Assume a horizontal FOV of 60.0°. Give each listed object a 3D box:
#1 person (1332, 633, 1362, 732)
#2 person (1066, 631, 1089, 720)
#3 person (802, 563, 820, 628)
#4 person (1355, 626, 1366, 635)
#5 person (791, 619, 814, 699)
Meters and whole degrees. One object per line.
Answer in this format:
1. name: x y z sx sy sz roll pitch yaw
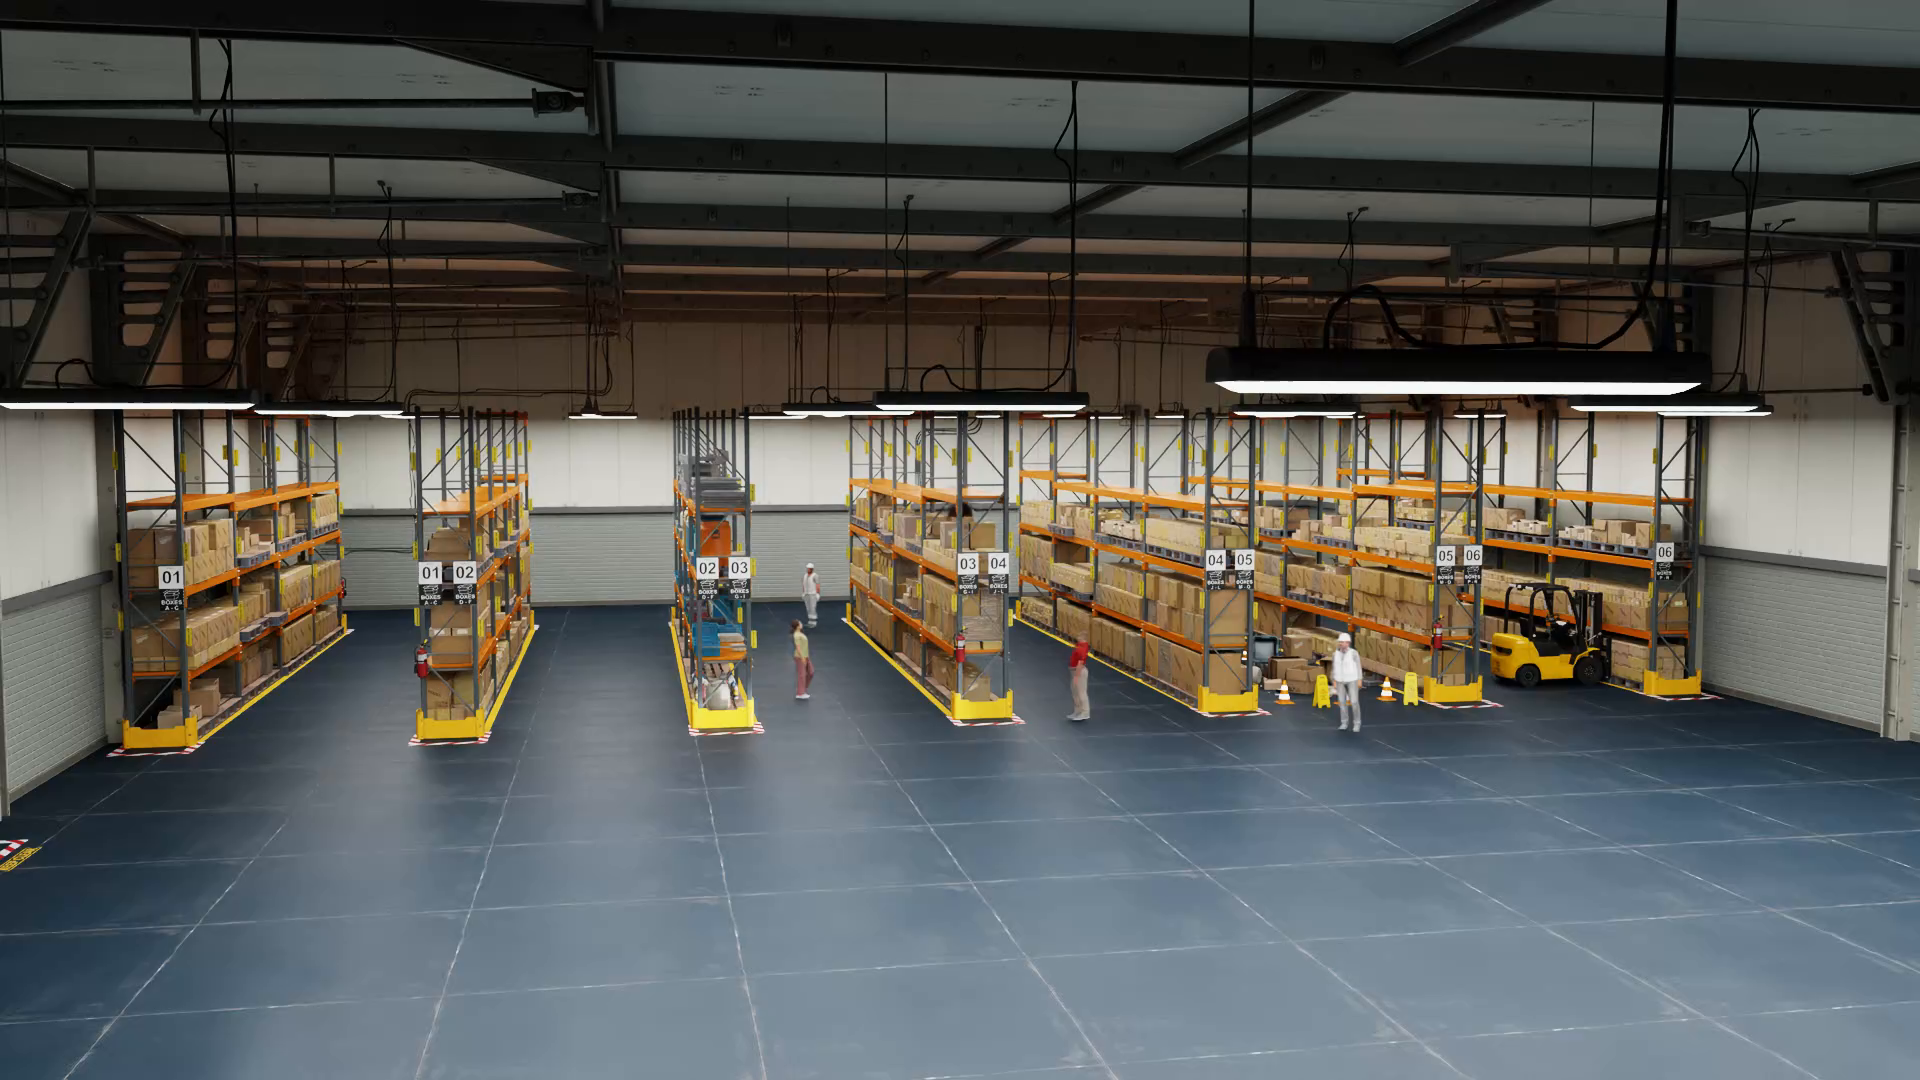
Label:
1. person: 7.197 2.641 30.949 0.624 1.800 0.414 3 5 35
2. person: 2.268 2.600 32.024 0.406 1.742 0.671 -1 4 -14
3. person: -4.167 1.539 46.180 0.635 1.795 0.380 3 5 37
4. person: 10.742 1.669 44.708 0.460 1.769 0.605 0 4 0
5. person: -3.286 2.456 34.471 0.423 1.653 0.511 1 4 17
